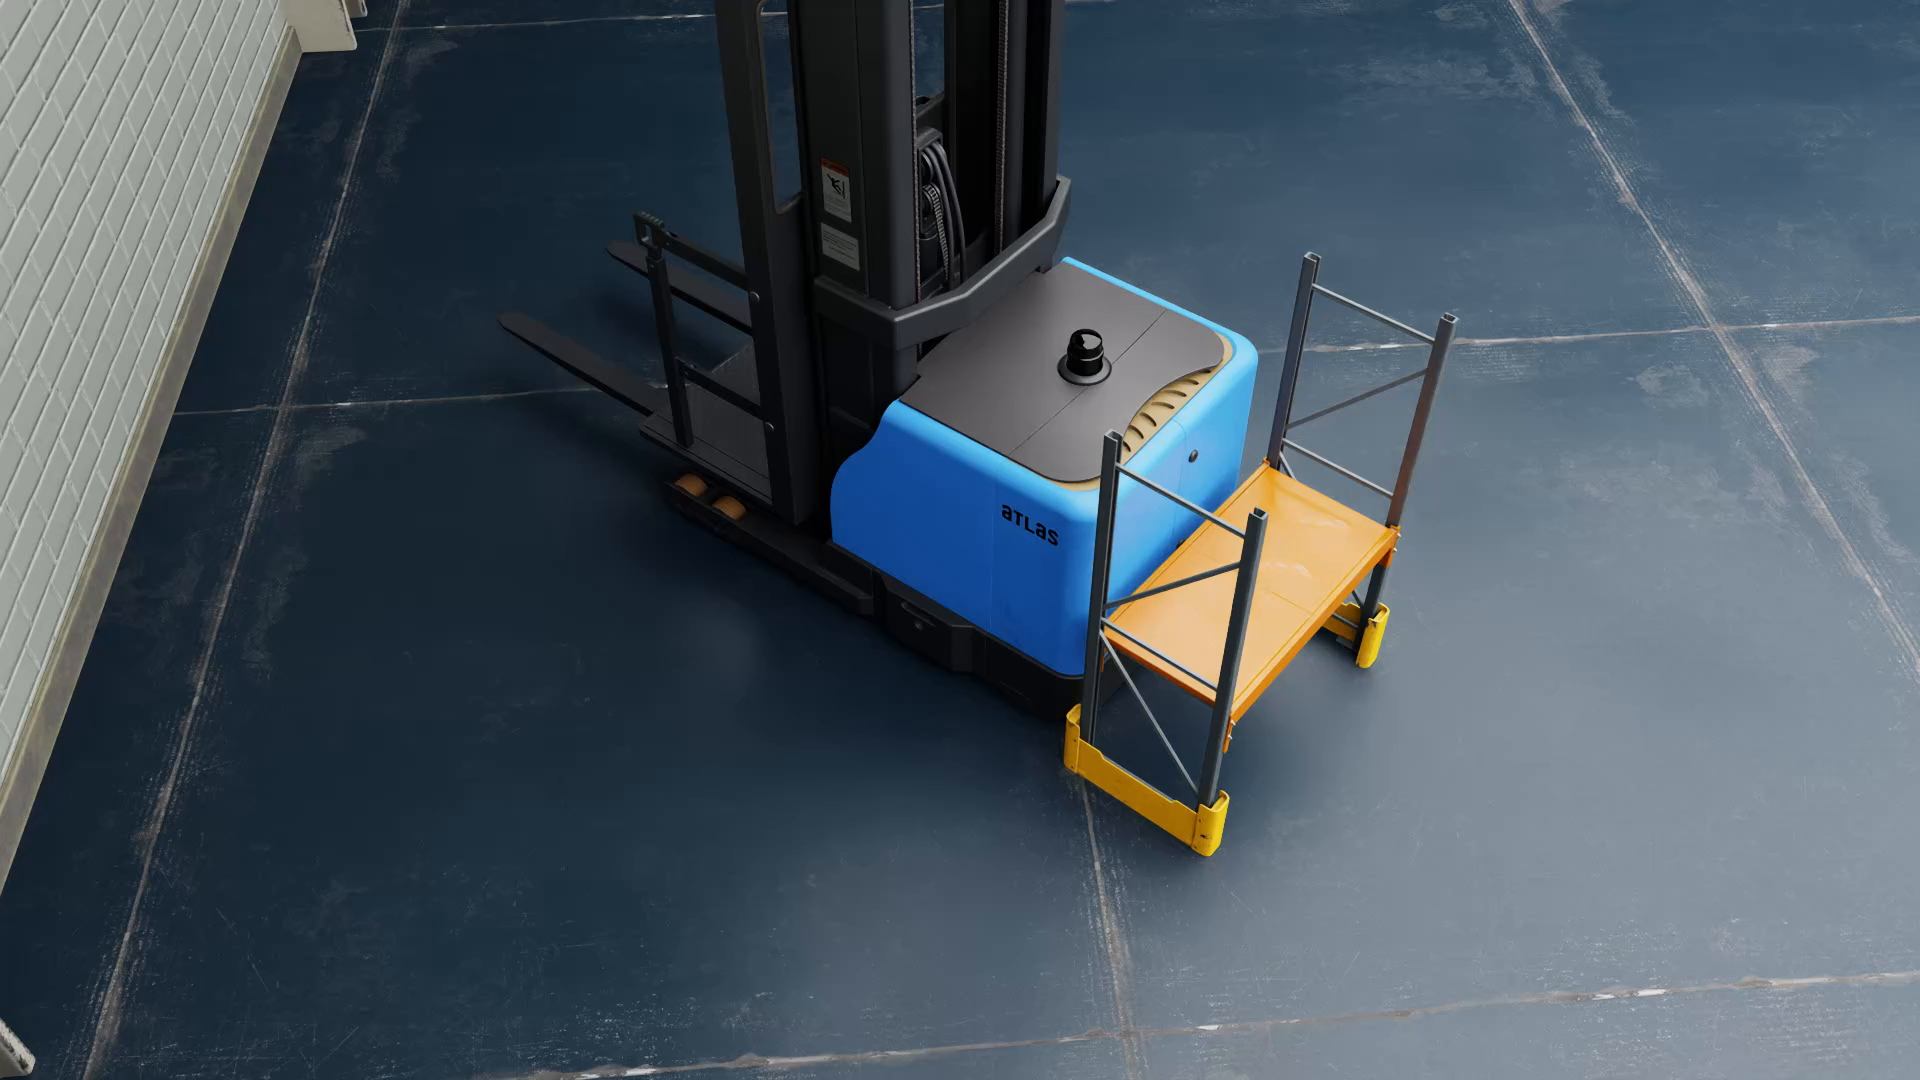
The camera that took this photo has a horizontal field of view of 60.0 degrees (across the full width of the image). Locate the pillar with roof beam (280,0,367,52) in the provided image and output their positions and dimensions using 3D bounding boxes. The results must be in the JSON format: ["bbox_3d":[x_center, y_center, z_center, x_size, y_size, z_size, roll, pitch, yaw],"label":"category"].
[{"bbox_3d":[0.967,-6.046,5.778,9.100,9.000,0.400,-3,47,-3],"label":"pillar with roof beam"}]

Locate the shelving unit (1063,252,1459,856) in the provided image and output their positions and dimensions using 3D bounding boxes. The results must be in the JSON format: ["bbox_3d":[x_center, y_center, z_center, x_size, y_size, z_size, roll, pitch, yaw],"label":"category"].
[{"bbox_3d":[0.905,0.061,5.160,0.587,1.500,1.083,31,54,26],"label":"shelving unit"}]

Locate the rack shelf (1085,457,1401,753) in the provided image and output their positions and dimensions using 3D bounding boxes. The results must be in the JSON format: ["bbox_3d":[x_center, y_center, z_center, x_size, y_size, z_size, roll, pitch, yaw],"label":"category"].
[{"bbox_3d":[0.911,0.179,5.295,0.538,0.185,1.000,31,54,26],"label":"rack shelf"}]

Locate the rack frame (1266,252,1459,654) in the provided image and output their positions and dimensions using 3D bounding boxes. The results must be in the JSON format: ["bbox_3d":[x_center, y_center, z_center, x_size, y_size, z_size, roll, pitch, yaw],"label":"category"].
[{"bbox_3d":[1.234,-0.229,5.434,0.500,1.500,0.032,31,54,26],"label":"rack frame"}]

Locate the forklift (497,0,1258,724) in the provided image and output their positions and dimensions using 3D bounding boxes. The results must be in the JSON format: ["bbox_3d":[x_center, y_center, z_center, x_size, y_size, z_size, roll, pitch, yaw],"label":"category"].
[{"bbox_3d":[-0.493,-1.284,5.447,3.031,2.935,1.130,29,53,25],"label":"forklift"}]

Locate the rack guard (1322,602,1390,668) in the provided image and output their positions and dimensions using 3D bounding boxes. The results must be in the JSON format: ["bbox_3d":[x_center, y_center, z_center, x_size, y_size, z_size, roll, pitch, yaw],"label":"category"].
[{"bbox_3d":[1.222,0.211,5.878,0.587,0.250,0.087,31,54,26],"label":"rack guard"}]

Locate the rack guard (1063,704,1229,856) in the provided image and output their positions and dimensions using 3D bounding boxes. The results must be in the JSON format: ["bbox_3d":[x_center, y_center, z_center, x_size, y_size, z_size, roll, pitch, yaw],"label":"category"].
[{"bbox_3d":[0.589,0.770,5.349,0.587,0.250,0.087,31,54,26],"label":"rack guard"}]

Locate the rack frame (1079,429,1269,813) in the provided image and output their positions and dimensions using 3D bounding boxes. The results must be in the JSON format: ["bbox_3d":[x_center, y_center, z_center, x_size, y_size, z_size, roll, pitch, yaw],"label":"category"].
[{"bbox_3d":[0.588,0.341,4.895,0.500,1.500,0.032,31,54,26],"label":"rack frame"}]
